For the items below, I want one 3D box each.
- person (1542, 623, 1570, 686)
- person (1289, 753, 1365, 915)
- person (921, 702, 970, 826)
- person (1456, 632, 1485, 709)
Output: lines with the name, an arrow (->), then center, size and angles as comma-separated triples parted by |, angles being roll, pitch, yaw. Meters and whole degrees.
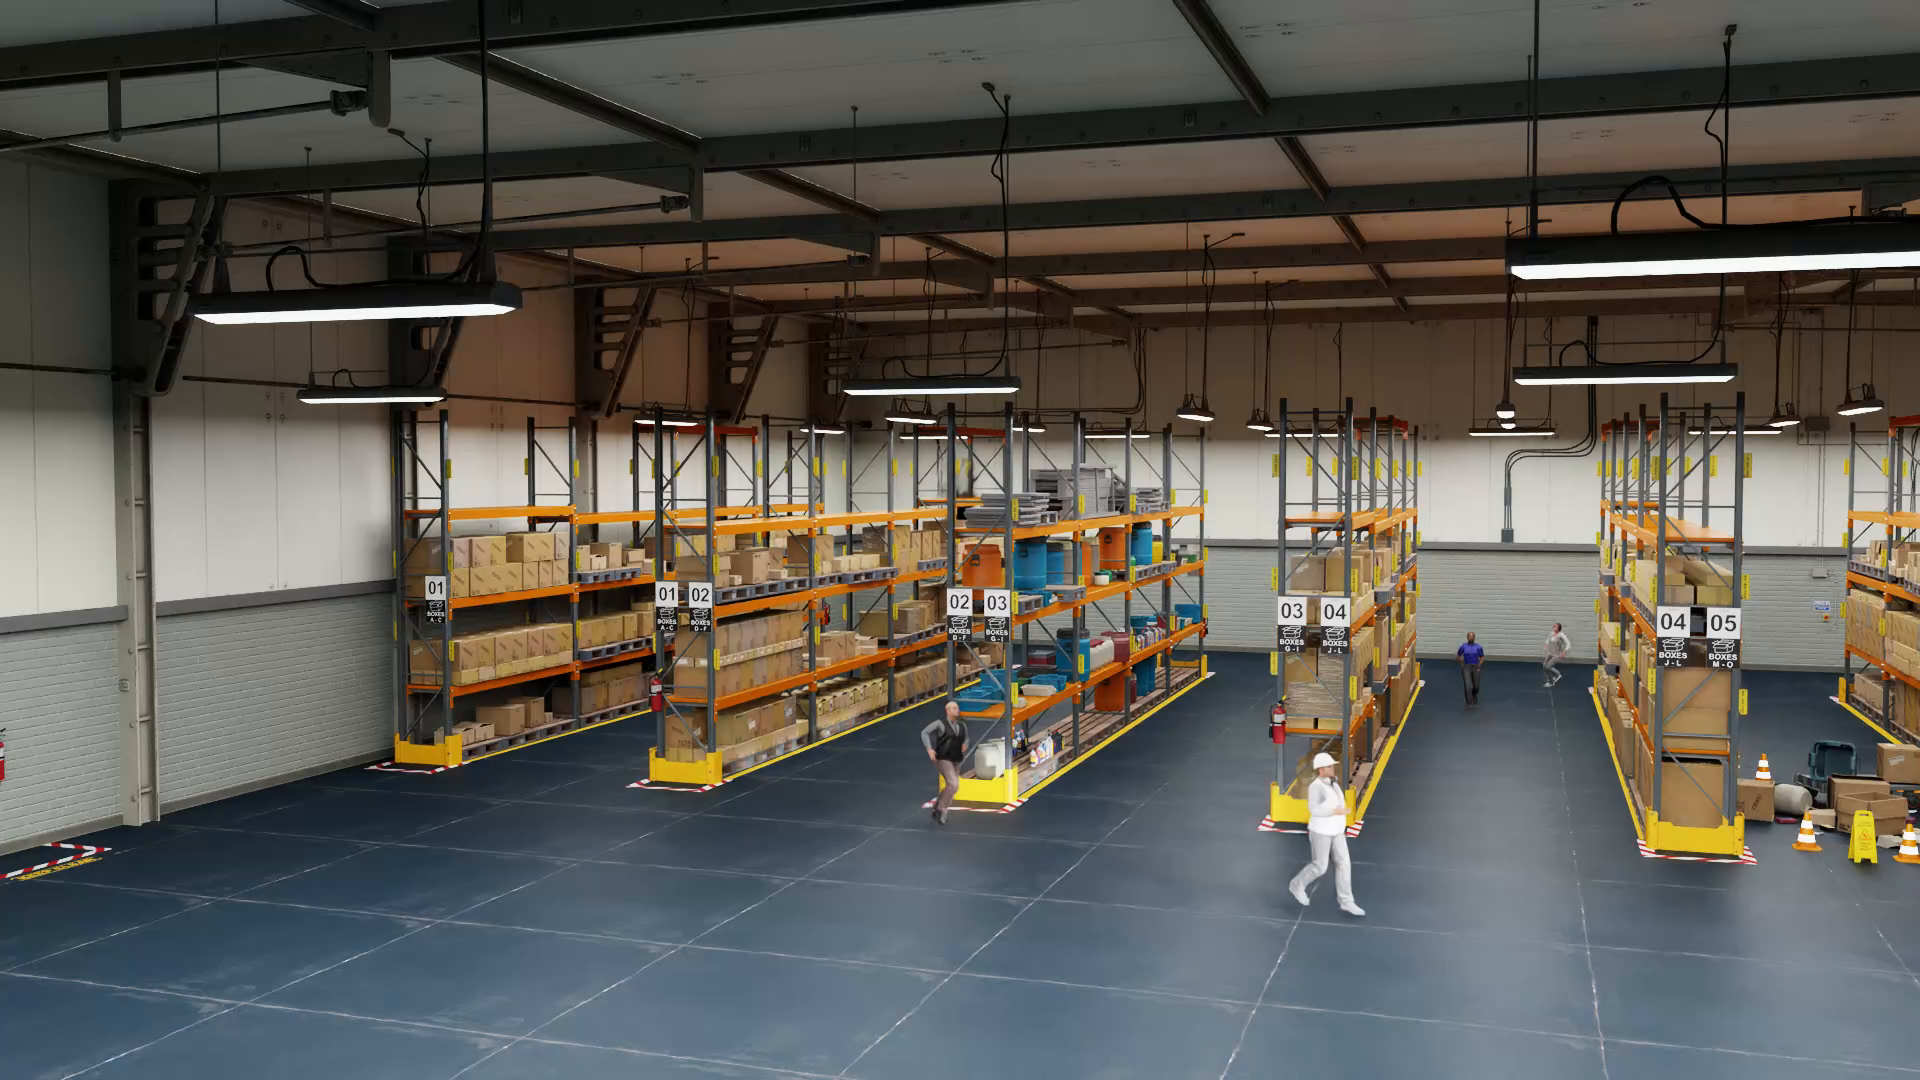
person -> 13.623, 2.635, 38.045 | 0.486, 1.519, 0.639 | -1, 3, -25
person -> 4.128, 3.279, 18.692 | 0.906, 1.766, 0.661 | 2, 3, 45
person -> -0.137, 3.152, 23.520 | 0.661, 1.716, 0.629 | -2, 3, -44
person -> 10.636, 2.718, 34.650 | 0.573, 1.593, 0.563 | 1, 3, 14
